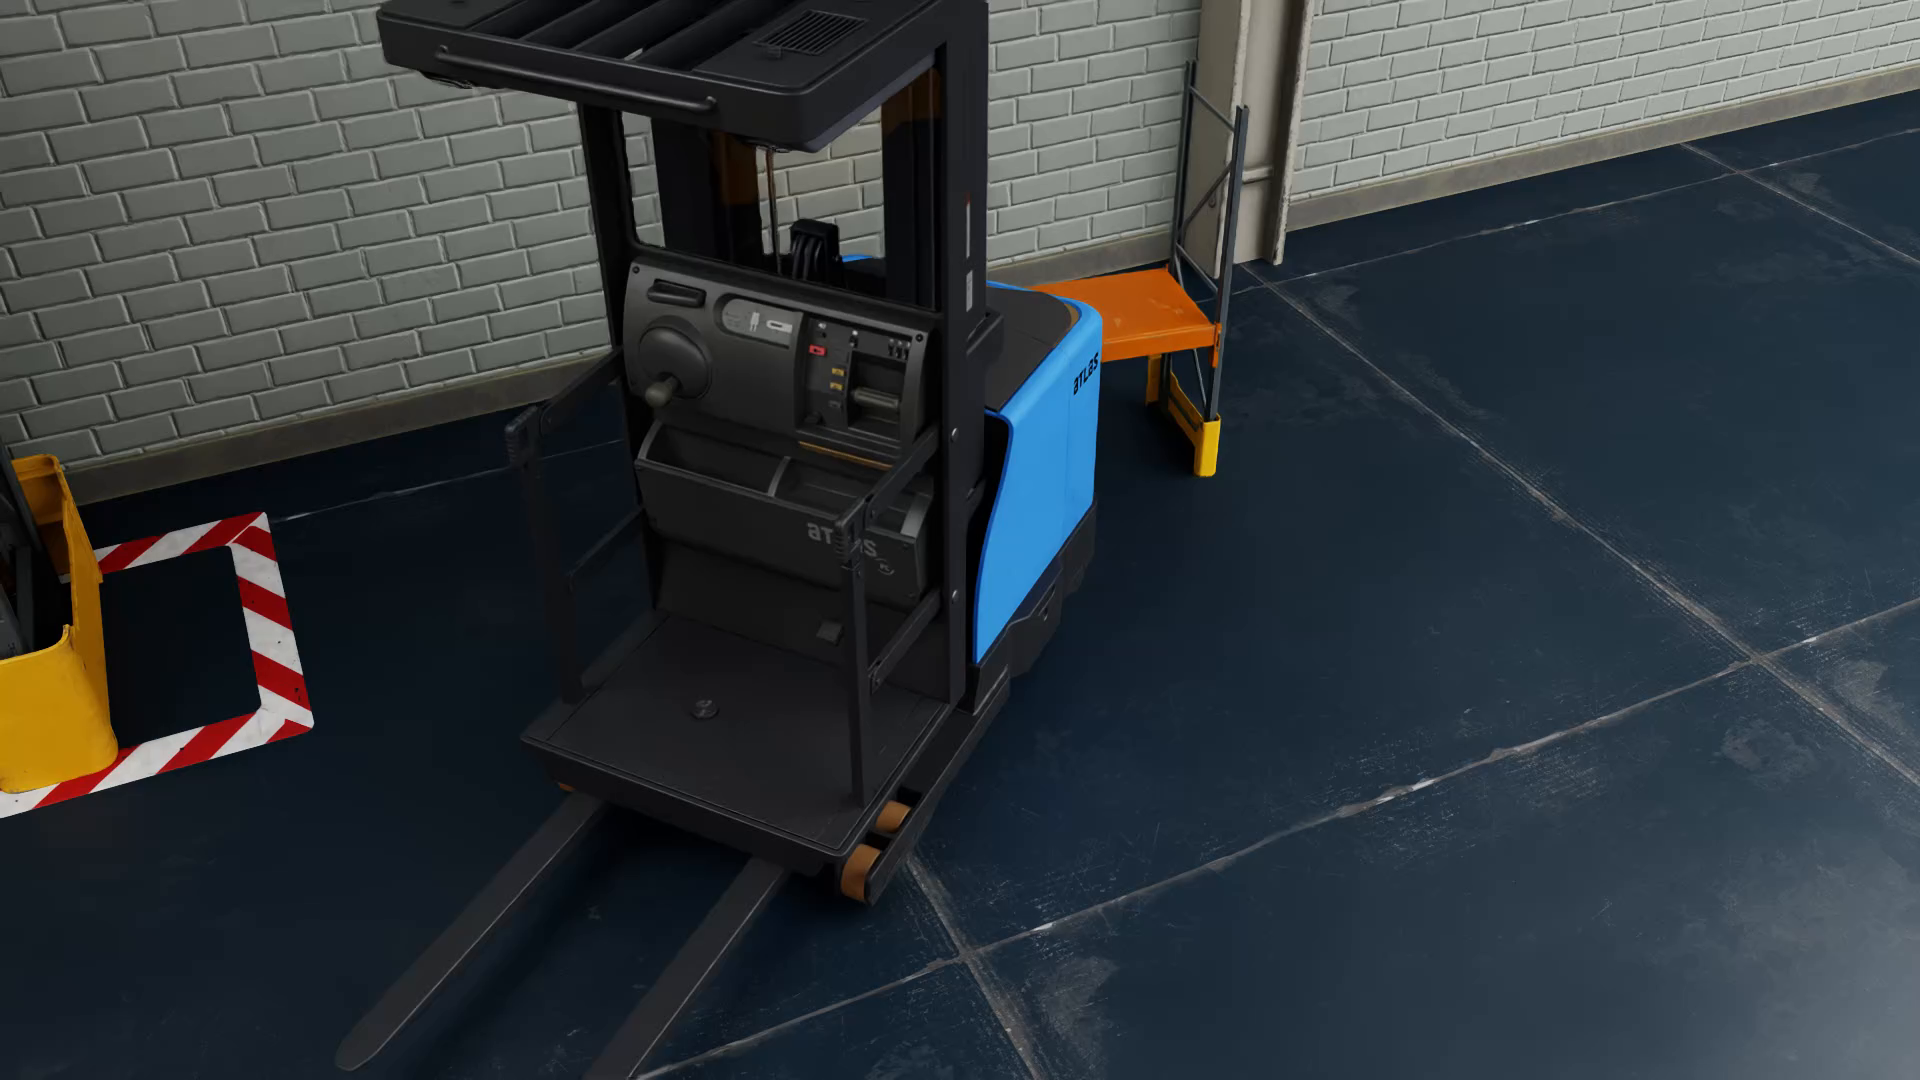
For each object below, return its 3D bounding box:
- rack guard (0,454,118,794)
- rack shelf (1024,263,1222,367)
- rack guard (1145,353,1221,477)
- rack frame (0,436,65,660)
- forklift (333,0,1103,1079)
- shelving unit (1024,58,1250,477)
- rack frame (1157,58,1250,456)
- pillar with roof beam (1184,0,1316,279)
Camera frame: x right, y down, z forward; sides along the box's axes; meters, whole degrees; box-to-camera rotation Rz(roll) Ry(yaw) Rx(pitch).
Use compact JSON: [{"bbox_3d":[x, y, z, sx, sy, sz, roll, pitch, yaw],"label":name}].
[{"bbox_3d":[-3.075,0.246,5.499,0.348,0.500,1.175,-16,39,-20],"label":"rack guard"},{"bbox_3d":[0.429,-0.797,6.368,1.000,0.185,0.538,-10,38,-13],"label":"rack shelf"},{"bbox_3d":[0.898,-0.522,6.744,0.087,0.250,0.587,-10,38,-13],"label":"rack guard"},{"bbox_3d":[-3.097,-0.752,4.746,0.127,3.000,1.000,-16,39,-20],"label":"rack frame"},{"bbox_3d":[-0.603,-0.426,4.365,1.130,2.935,3.031,16,39,20],"label":"forklift"},{"bbox_3d":[0.420,-0.940,6.259,1.083,1.500,0.587,-10,38,-13],"label":"shelving unit"},{"bbox_3d":[0.916,-1.027,6.376,0.032,1.500,0.500,-10,38,-13],"label":"rack frame"},{"bbox_3d":[3.150,-2.669,2.294,0.400,9.000,9.100,-16,39,-20],"label":"pillar with roof beam"}]
